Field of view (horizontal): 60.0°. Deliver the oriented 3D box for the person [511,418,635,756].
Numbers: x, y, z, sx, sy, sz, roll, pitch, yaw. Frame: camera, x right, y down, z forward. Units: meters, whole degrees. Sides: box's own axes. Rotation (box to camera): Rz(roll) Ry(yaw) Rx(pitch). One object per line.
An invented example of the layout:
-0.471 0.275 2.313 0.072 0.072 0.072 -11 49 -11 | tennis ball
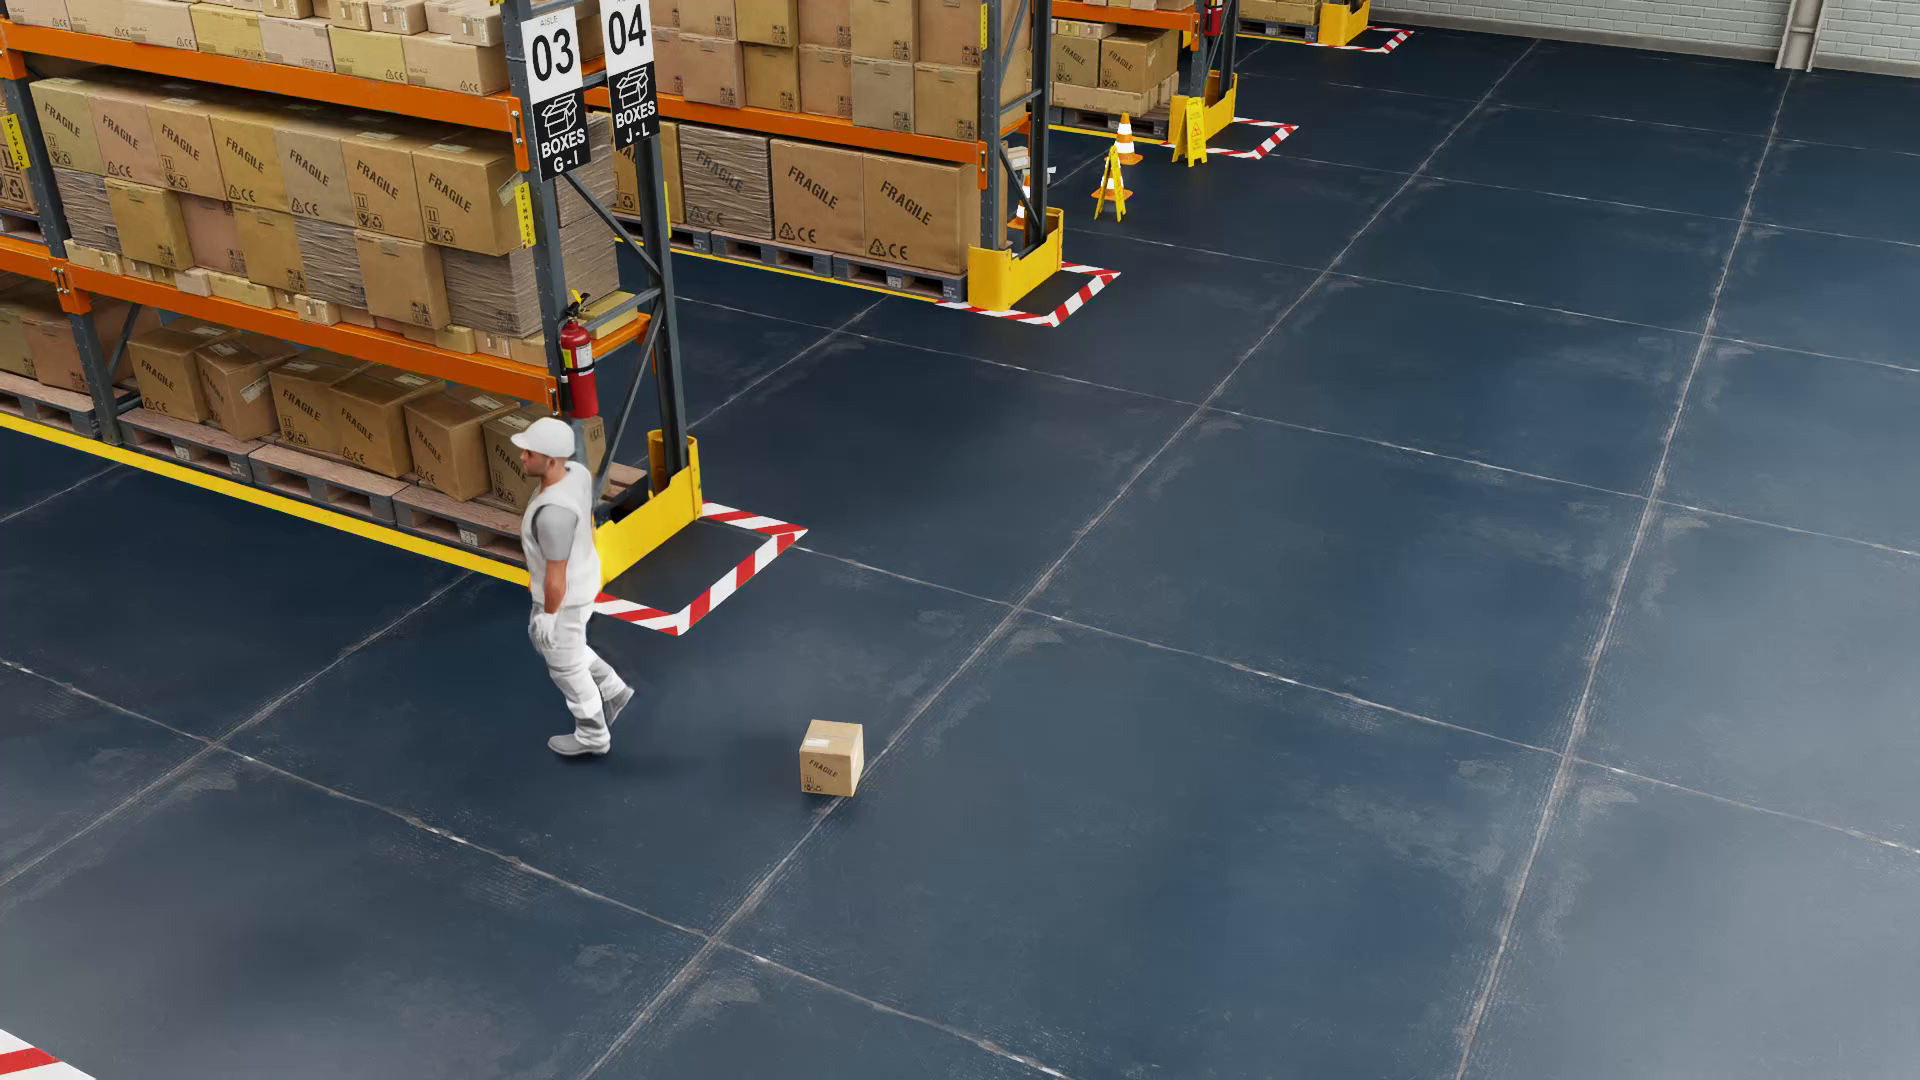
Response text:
-1.844 0.233 7.801 0.483 1.783 0.581 -1 30 -3 | person
